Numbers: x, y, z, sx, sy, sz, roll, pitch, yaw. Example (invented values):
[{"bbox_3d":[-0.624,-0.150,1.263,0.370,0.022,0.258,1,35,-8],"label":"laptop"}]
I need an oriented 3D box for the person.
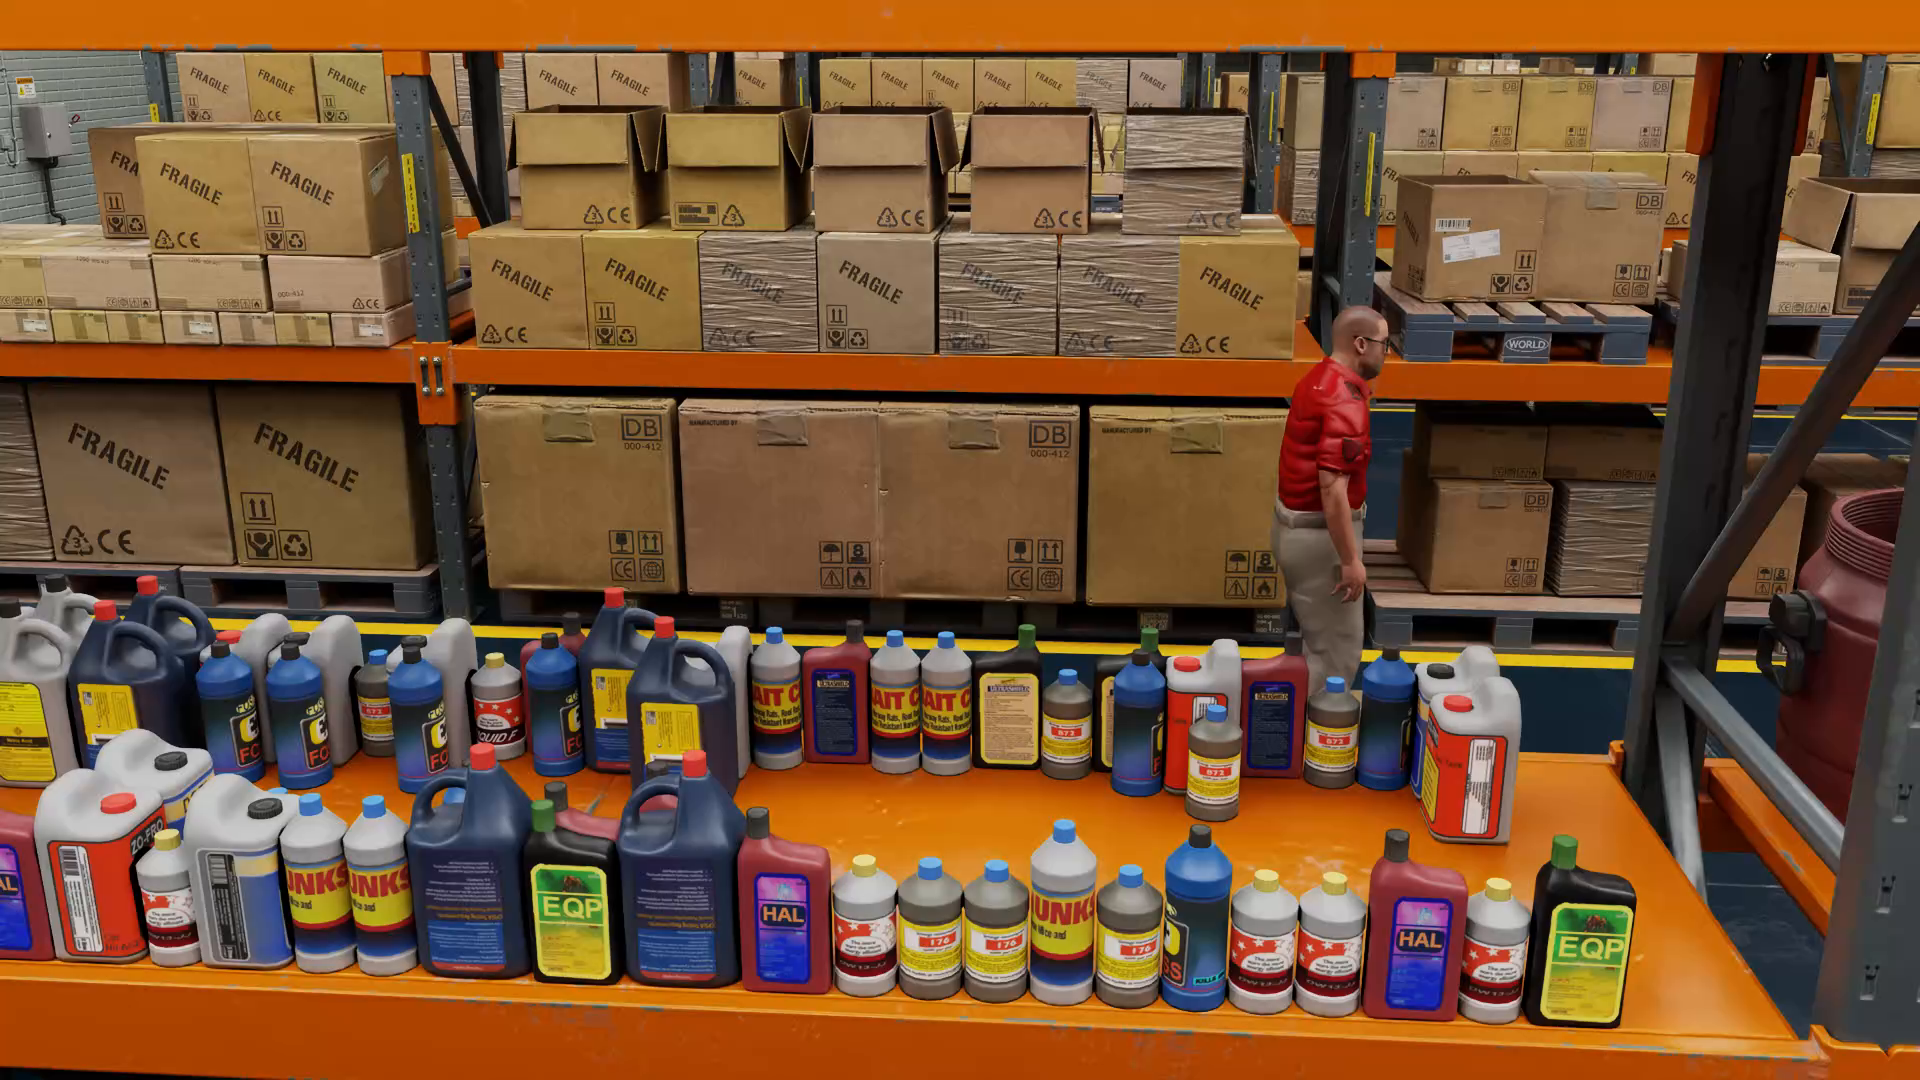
[{"bbox_3d":[1.335,0.017,6.017,0.394,1.726,0.603,0,17,1],"label":"person"}]
